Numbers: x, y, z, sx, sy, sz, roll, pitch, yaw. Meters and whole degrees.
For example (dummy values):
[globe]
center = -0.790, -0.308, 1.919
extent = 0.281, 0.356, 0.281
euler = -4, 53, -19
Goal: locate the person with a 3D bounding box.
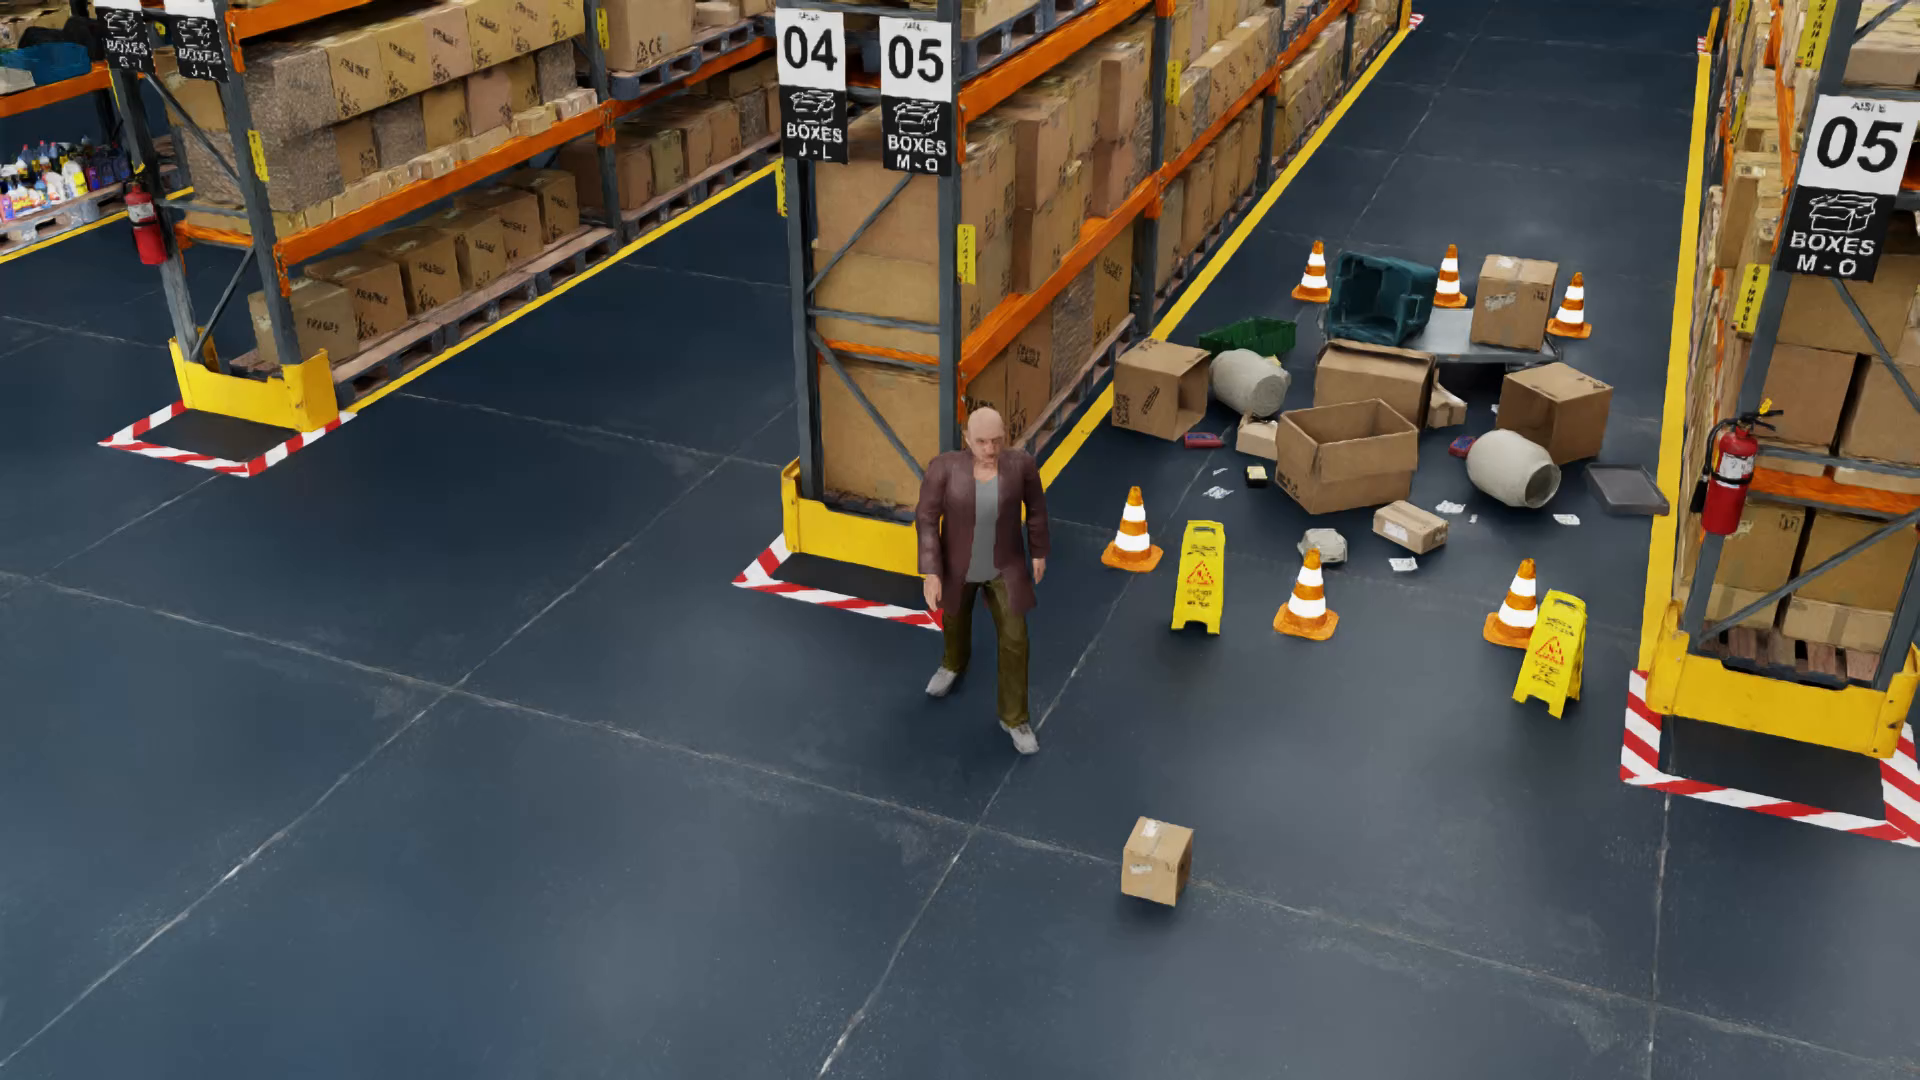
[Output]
[person]
center = 0.120, 0.213, 8.249
extent = 0.675, 1.549, 0.854
euler = 0, 29, -1
